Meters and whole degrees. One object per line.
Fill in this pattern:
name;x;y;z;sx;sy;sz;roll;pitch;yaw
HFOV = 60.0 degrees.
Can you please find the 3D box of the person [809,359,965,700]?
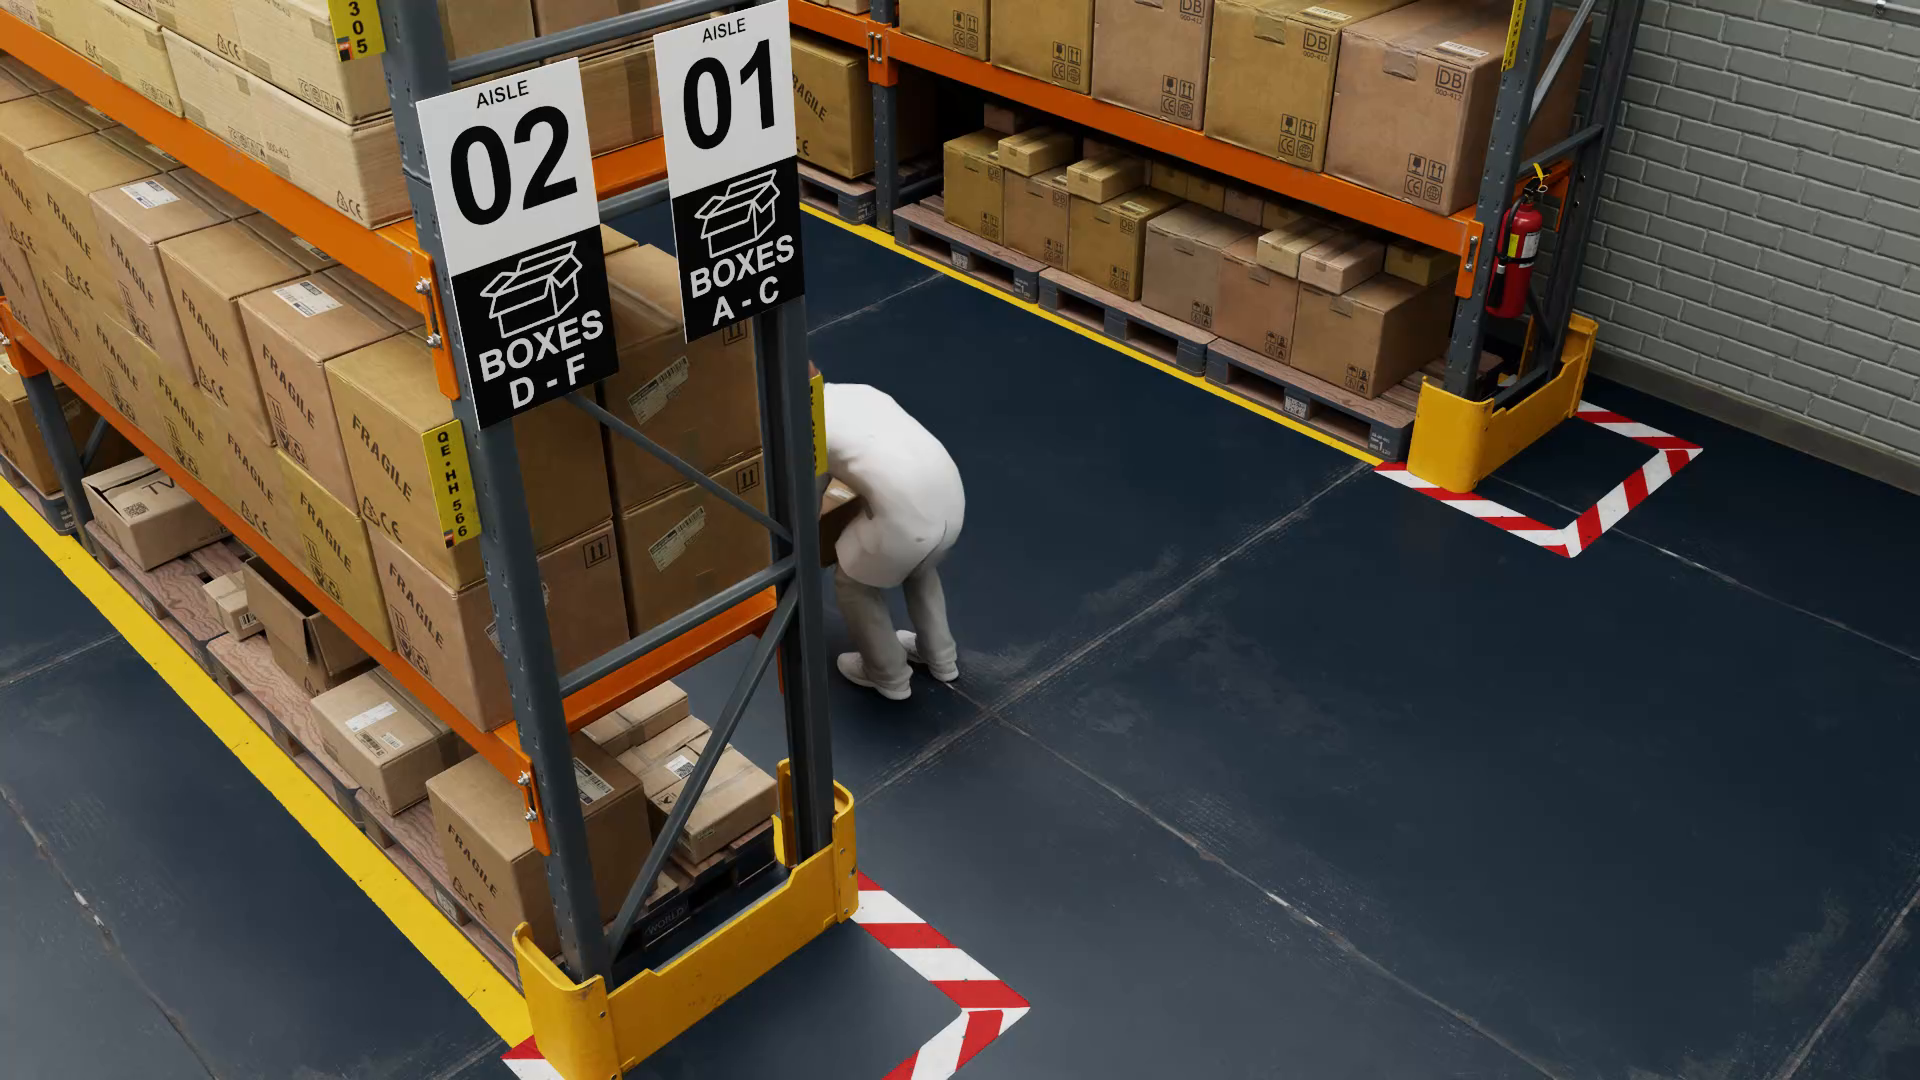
person;-0.374;-0.050;6.636;0.900;1.313;0.561;28;44;34
